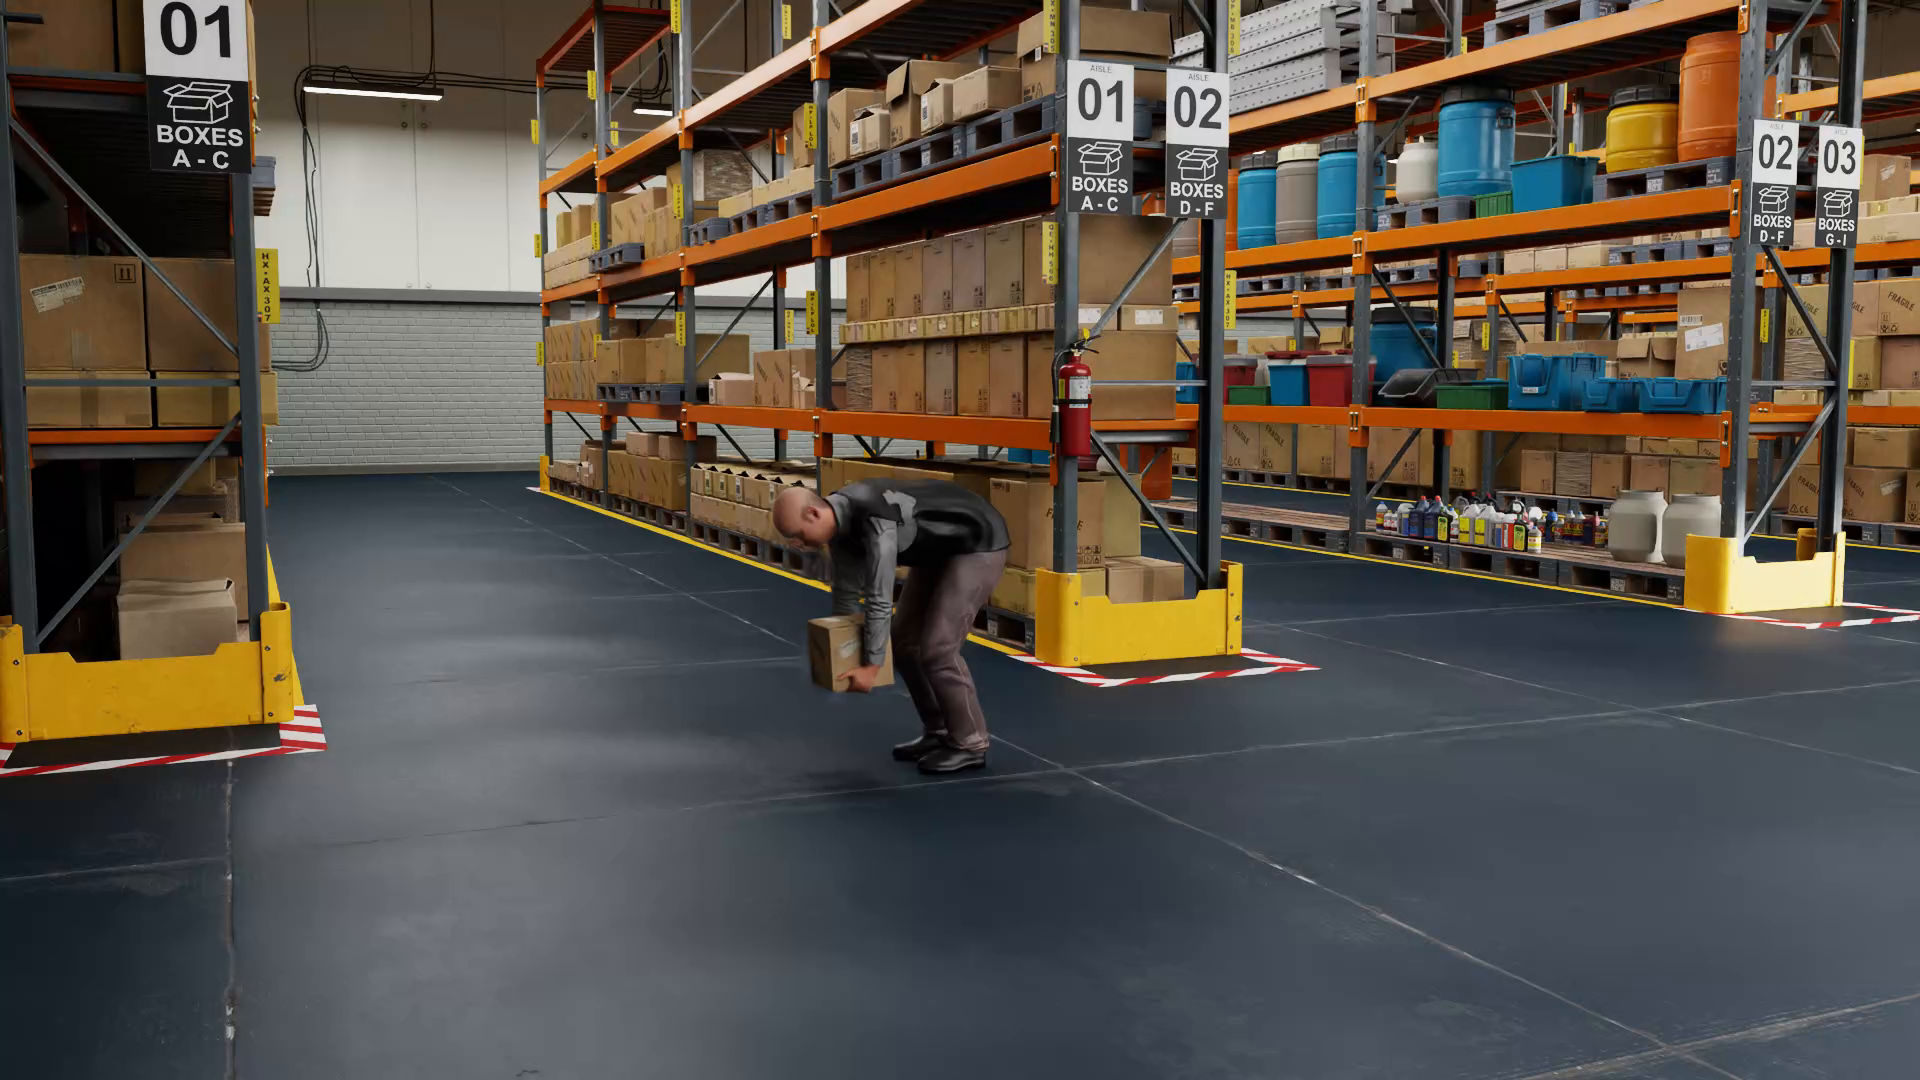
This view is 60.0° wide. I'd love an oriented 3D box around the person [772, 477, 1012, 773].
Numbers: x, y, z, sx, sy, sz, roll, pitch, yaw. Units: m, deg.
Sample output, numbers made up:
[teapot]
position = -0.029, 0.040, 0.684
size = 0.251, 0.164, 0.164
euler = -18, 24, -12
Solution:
[person]
position = -0.271, 0.328, 6.485
size = 0.955, 1.145, 0.462
euler = -3, 6, -26
